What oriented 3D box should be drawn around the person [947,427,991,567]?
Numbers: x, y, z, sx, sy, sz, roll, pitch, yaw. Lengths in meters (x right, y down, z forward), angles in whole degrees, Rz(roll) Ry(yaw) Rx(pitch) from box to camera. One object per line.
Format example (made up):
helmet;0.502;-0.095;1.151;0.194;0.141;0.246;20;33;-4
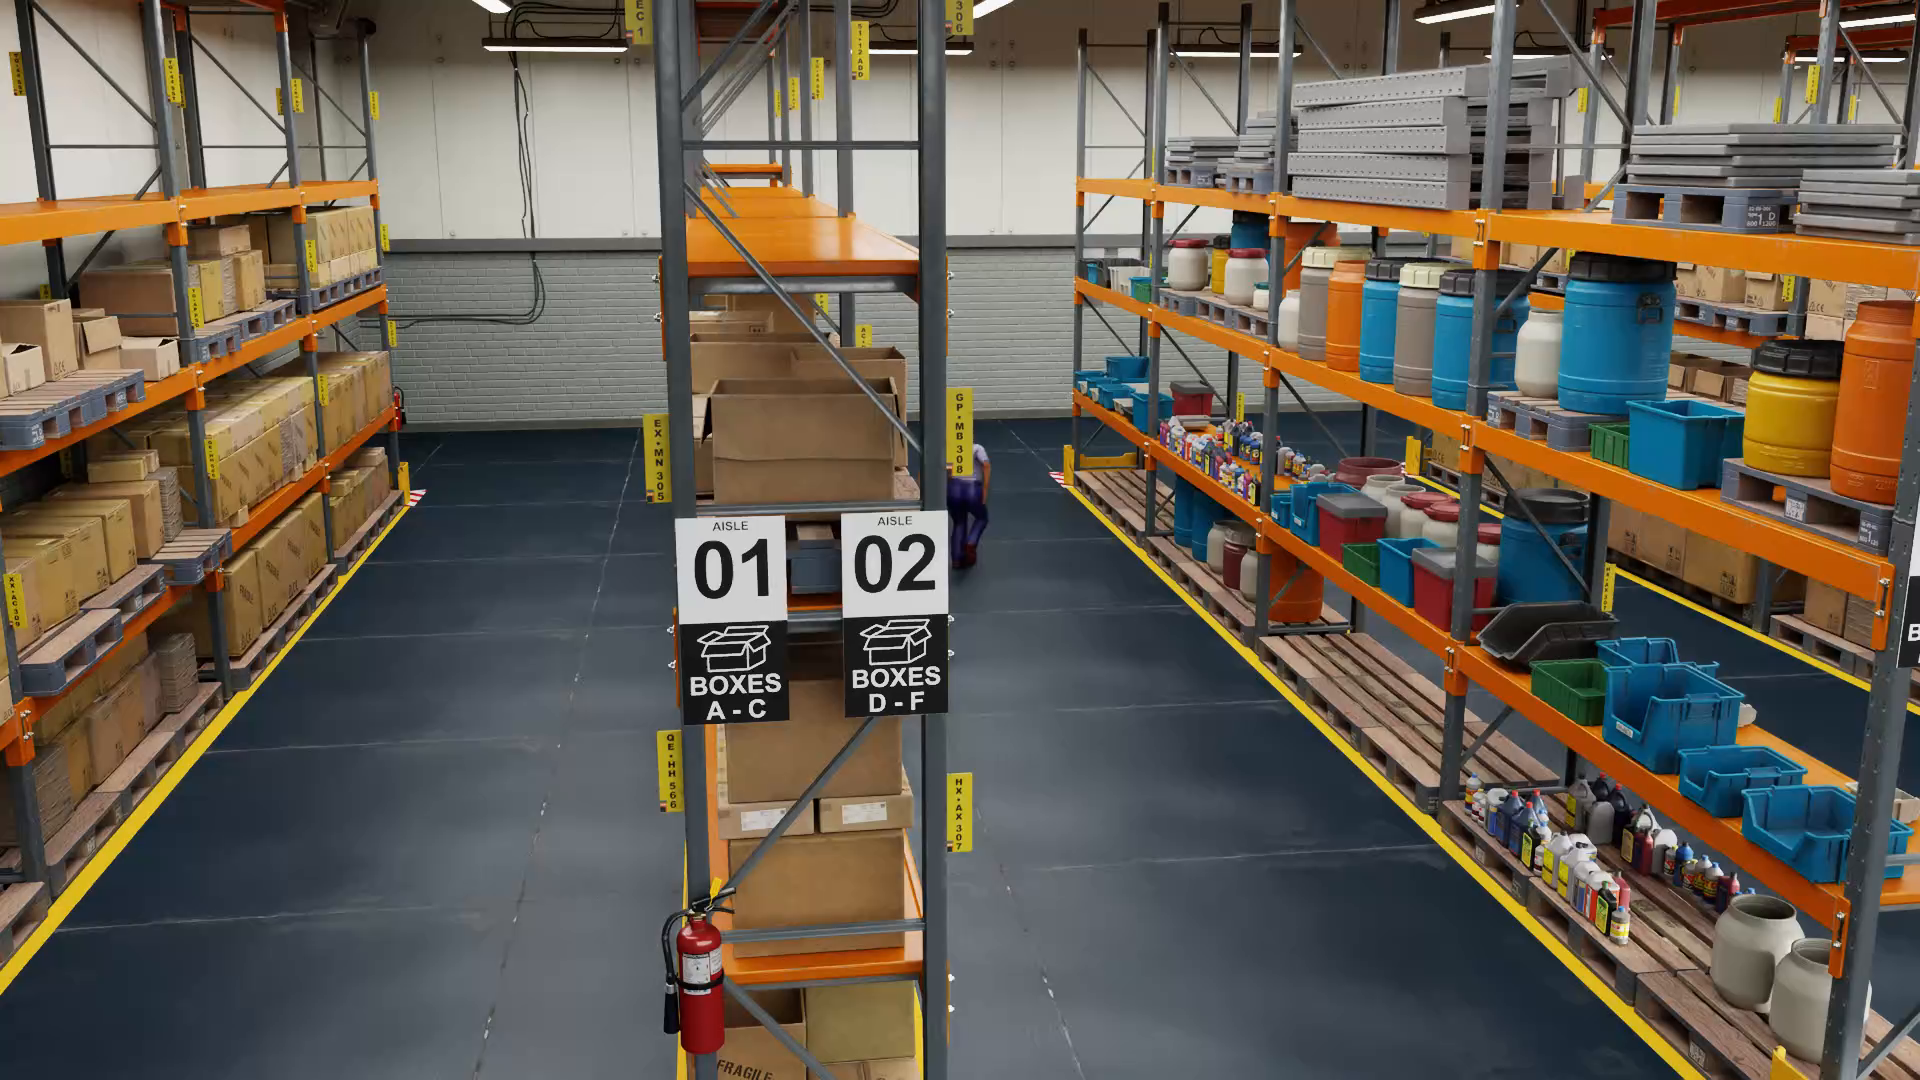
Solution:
person;0.094;-0.516;18.313;0.628;1.585;0.586;4;14;17
